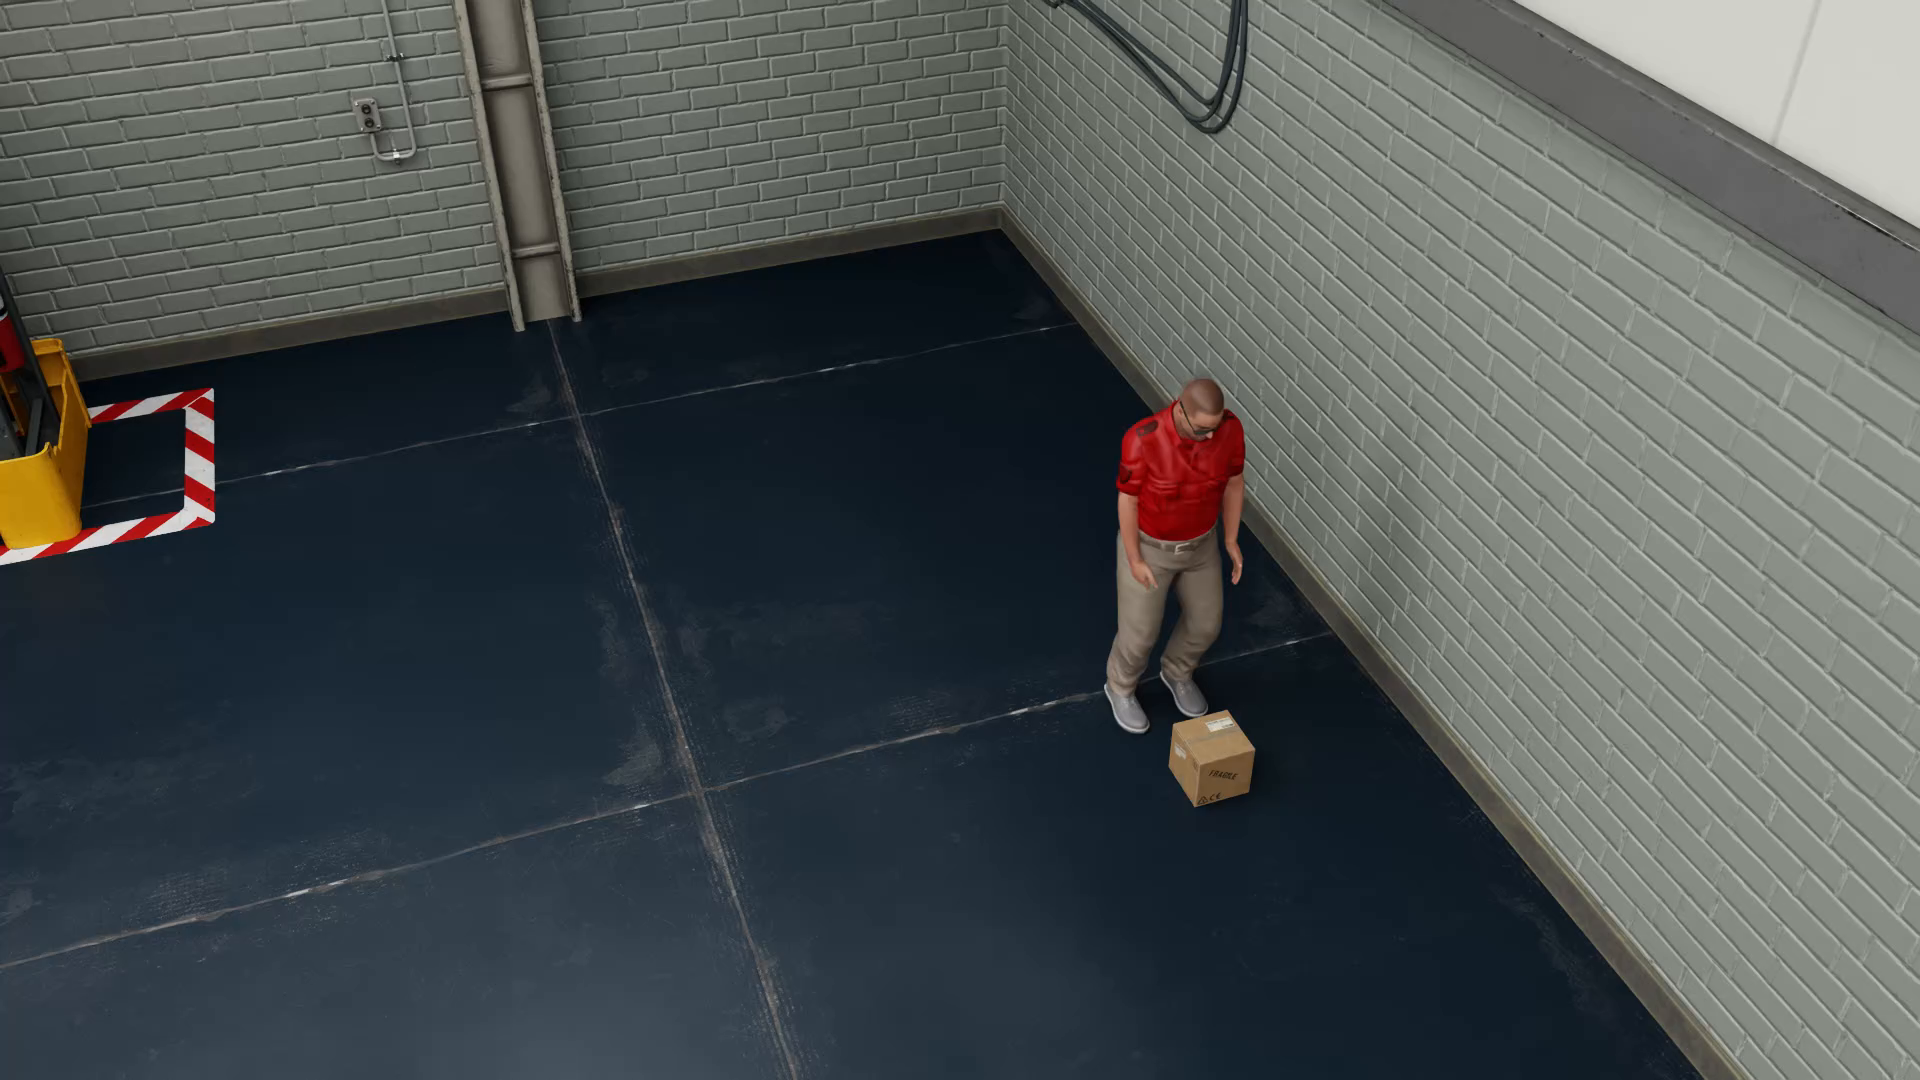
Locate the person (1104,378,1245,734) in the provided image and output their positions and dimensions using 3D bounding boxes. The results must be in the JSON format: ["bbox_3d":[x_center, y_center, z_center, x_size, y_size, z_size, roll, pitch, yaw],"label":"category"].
[{"bbox_3d":[0.885,0.035,6.791,0.550,1.694,0.402,-12,39,-15],"label":"person"}]
